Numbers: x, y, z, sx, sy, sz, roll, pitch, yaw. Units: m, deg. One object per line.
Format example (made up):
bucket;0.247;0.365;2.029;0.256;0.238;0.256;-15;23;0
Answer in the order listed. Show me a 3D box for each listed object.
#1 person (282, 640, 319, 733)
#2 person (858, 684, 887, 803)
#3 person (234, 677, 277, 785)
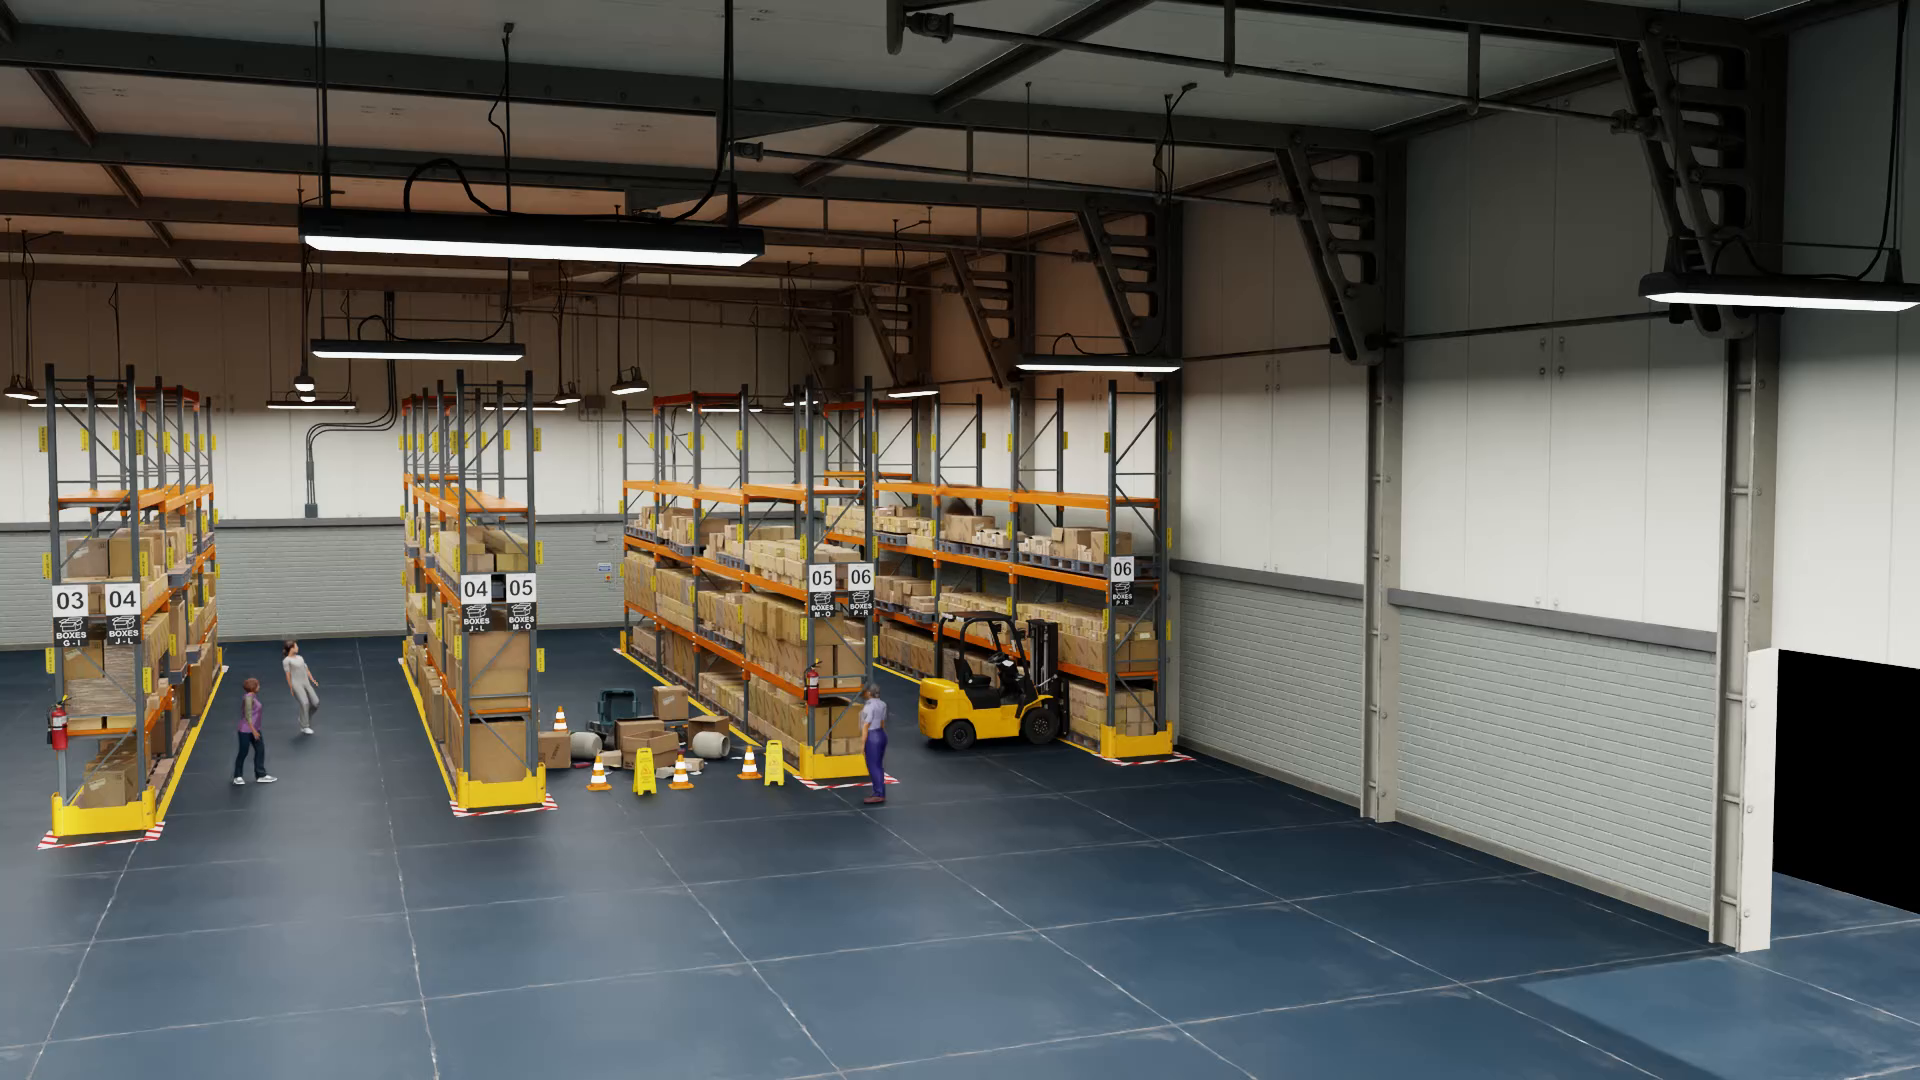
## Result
person;-11.434;2.536;28.870;0.669;1.594;0.497;2;4;30
person;-1.213;2.829;23.178;0.379;1.665;0.521;1;3;14
person;-10.382;2.791;24.332;0.580;1.580;0.445;0;3;3
